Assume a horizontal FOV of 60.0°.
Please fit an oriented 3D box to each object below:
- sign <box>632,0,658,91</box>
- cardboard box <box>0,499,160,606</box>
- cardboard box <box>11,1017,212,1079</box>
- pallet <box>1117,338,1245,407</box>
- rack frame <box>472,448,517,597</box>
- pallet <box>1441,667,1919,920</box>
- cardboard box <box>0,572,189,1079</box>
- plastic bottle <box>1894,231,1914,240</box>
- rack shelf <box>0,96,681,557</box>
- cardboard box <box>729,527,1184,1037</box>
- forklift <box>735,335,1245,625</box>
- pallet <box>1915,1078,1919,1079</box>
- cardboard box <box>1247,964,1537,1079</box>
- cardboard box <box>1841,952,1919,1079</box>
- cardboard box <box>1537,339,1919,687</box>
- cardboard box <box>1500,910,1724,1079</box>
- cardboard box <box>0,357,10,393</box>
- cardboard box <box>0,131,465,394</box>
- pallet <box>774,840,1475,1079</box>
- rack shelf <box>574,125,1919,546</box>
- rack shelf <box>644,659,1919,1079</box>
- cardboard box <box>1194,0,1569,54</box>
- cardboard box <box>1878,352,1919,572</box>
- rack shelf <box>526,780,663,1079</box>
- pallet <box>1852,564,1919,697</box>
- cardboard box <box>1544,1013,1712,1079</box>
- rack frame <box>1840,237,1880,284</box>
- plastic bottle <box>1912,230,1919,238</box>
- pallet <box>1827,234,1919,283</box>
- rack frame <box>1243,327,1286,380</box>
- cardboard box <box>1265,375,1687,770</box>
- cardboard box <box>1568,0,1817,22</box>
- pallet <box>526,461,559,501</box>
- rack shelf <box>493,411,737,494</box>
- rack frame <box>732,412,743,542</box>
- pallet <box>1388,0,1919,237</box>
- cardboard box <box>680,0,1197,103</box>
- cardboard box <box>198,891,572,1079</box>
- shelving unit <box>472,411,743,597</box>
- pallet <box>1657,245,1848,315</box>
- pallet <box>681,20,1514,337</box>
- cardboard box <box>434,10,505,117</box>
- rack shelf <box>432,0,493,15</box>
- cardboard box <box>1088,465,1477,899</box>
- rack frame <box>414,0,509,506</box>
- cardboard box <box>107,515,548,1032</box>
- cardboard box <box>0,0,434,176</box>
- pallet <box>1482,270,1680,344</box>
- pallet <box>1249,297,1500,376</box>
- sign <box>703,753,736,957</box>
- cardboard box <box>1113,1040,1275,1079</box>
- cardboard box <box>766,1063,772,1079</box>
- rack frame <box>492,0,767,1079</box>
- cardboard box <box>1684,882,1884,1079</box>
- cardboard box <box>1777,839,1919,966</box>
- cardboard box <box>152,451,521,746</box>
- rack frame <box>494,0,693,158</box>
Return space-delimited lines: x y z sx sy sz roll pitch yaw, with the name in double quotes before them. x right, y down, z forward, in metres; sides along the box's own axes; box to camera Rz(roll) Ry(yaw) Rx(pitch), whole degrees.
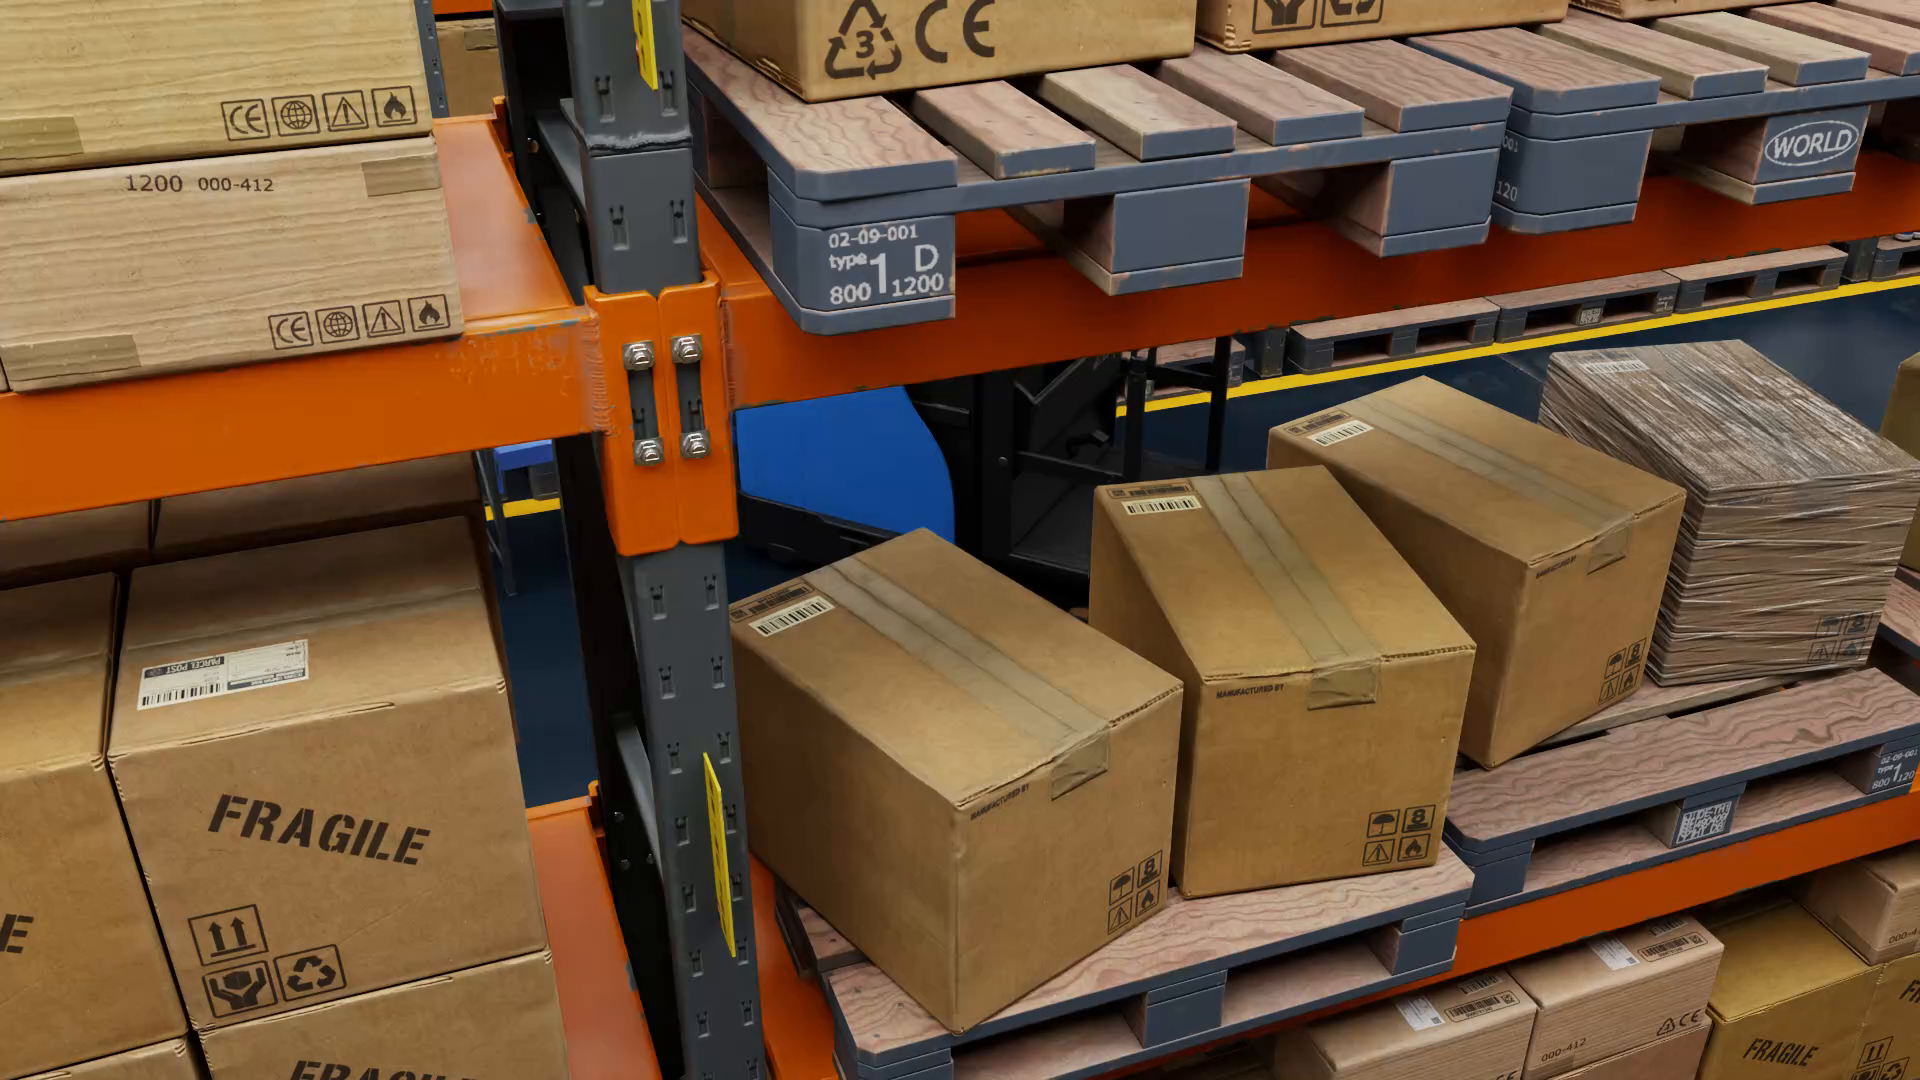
"sign" -0.363 -0.675 1.852 0.005 0.325 0.100 -10 31 -18
"cardboard box" -1.583 0.165 2.820 0.500 0.500 0.500 -11 32 -19
"cardboard box" -1.421 0.854 2.620 0.500 0.500 0.500 -10 31 -16
"pallet" 0.741 -1.020 8.827 1.213 0.211 1.003 -10 31 -18
"rack frame" -1.953 -0.531 6.666 0.032 1.500 0.500 -14 33 -23
"pallet" 1.368 0.333 3.829 1.213 0.211 1.003 -10 31 -18
"cardboard box" -1.422 0.422 2.369 0.500 0.500 0.500 -11 31 -19
"plastic bottle" 5.666 -1.935 9.927 0.097 0.271 0.097 0 30 0
"rack shelf" -2.434 -0.043 1.992 4.000 0.370 1.077 -10 31 -18
"cardboard box" -0.038 0.399 2.995 0.500 0.500 0.700 -22 37 -34
"forklift" 0.613 -1.100 6.220 3.031 2.935 1.130 14 33 23
"pallet" 2.476 1.235 4.869 1.213 0.211 1.003 -10 31 -18
"cardboard box" 0.916 1.029 3.738 0.500 0.250 0.500 -10 31 -18
"cardboard box" 2.395 1.077 4.410 0.500 0.500 0.500 -9 31 -16
"cardboard box" 1.715 -0.084 3.841 0.500 0.500 0.700 -5 30 -8
"cardboard box" 1.386 0.942 3.890 0.500 0.250 0.500 -11 31 -19
"cardboard box" -1.395 -0.347 1.950 0.500 0.250 0.500 -10 31 -18
"cardboard box" -0.923 -0.428 2.093 0.500 0.250 0.500 -10 31 -18
"pallet" 0.227 0.599 3.363 1.213 0.211 1.003 -10 31 -18
"rack shelf" 1.315 -0.734 3.204 4.000 0.370 1.077 -10 31 -18
"rack shelf" 1.315 0.570 3.946 4.000 0.370 1.077 -10 31 -18
"cardboard box" 0.557 -1.149 2.580 0.600 0.600 0.600 -11 31 -18
"cardboard box" 2.638 -0.153 3.963 0.500 0.500 0.700 -22 37 -34
"rack shelf" -2.434 1.260 2.735 4.000 0.370 1.077 -10 31 -18
"pallet" 2.579 0.145 4.159 1.003 0.211 1.213 -10 31 -18
"cardboard box" 1.420 1.260 4.089 0.500 0.500 0.500 -12 32 -19
"rack frame" 5.215 -3.077 9.621 0.127 3.000 1.000 -10 31 -18
"plastic bottle" 5.761 -1.922 9.975 0.097 0.201 0.097 0 30 0
"pallet" 5.859 -1.962 10.481 1.213 0.211 1.003 -10 31 -18
"rack frame" 1.466 -2.387 8.409 0.127 3.000 1.000 -10 31 -18
"cardboard box" 1.075 0.043 3.619 0.500 0.500 0.700 -19 35 -30
"cardboard box" 1.187 -1.255 2.765 0.600 0.600 0.600 -12 32 -20
"pallet" -1.546 -0.599 8.087 1.213 0.211 1.003 -10 31 -18
"rack shelf" -1.500 -0.488 6.955 1.000 0.185 0.538 -14 33 -23
"rack frame" -1.047 -0.759 7.066 0.032 1.500 0.500 -14 33 -23
"pallet" 1.047 -0.880 2.924 1.003 0.211 1.213 -10 31 -18
"cardboard box" -0.062 -1.023 2.359 0.600 0.600 0.600 -14 32 -22
"cardboard box" -0.939 0.764 2.777 0.500 0.500 0.500 -10 31 -17
"shelving unit" -1.500 -0.645 6.866 1.048 1.500 0.538 -14 33 -23
"pallet" 4.492 -1.712 10.042 1.213 0.211 1.003 -10 31 -18
"pallet" 0.076 -0.699 2.607 1.003 0.211 1.213 -10 31 -18
"cardboard box" -3.417 -3.373 11.863 0.875 0.875 1.225 -10 31 -17
"rack shelf" -2.136 -4.027 12.015 4.000 0.370 1.077 -10 31 -18
"cardboard box" 0.585 0.250 3.255 0.500 0.500 0.700 -6 30 -10
"rack frame" -2.283 -1.696 7.197 0.127 3.000 1.000 -10 31 -18
"cardboard box" -0.943 0.332 2.526 0.500 0.500 0.500 -10 31 -17
"cardboard box" -0.921 -0.643 1.965 0.500 0.250 0.500 -10 31 -18
"pallet" 3.347 -1.500 9.669 1.213 0.211 1.003 -10 31 -18
"pallet" 2.205 -1.291 9.303 1.213 0.211 1.003 -10 31 -18
"sign" -0.363 0.477 2.509 0.005 0.325 0.100 -10 31 -18
"cardboard box" 0.475 1.430 3.791 0.500 0.500 0.500 -10 31 -17
"cardboard box" -0.197 1.279 4.055 0.500 0.500 0.500 -11 31 -18
"rack frame" -0.560 0.602 3.162 0.127 3.000 1.000 -10 31 -18
"cardboard box" 1.910 1.166 4.253 0.500 0.500 0.500 -12 32 -19
"cardboard box" 2.343 0.763 4.204 0.500 0.250 0.500 -9 31 -16
"cardboard box" -1.099 0.075 2.977 0.500 0.500 0.500 -10 31 -16
"rack frame" -0.560 -2.004 1.677 0.127 3.000 1.000 -10 31 -18
